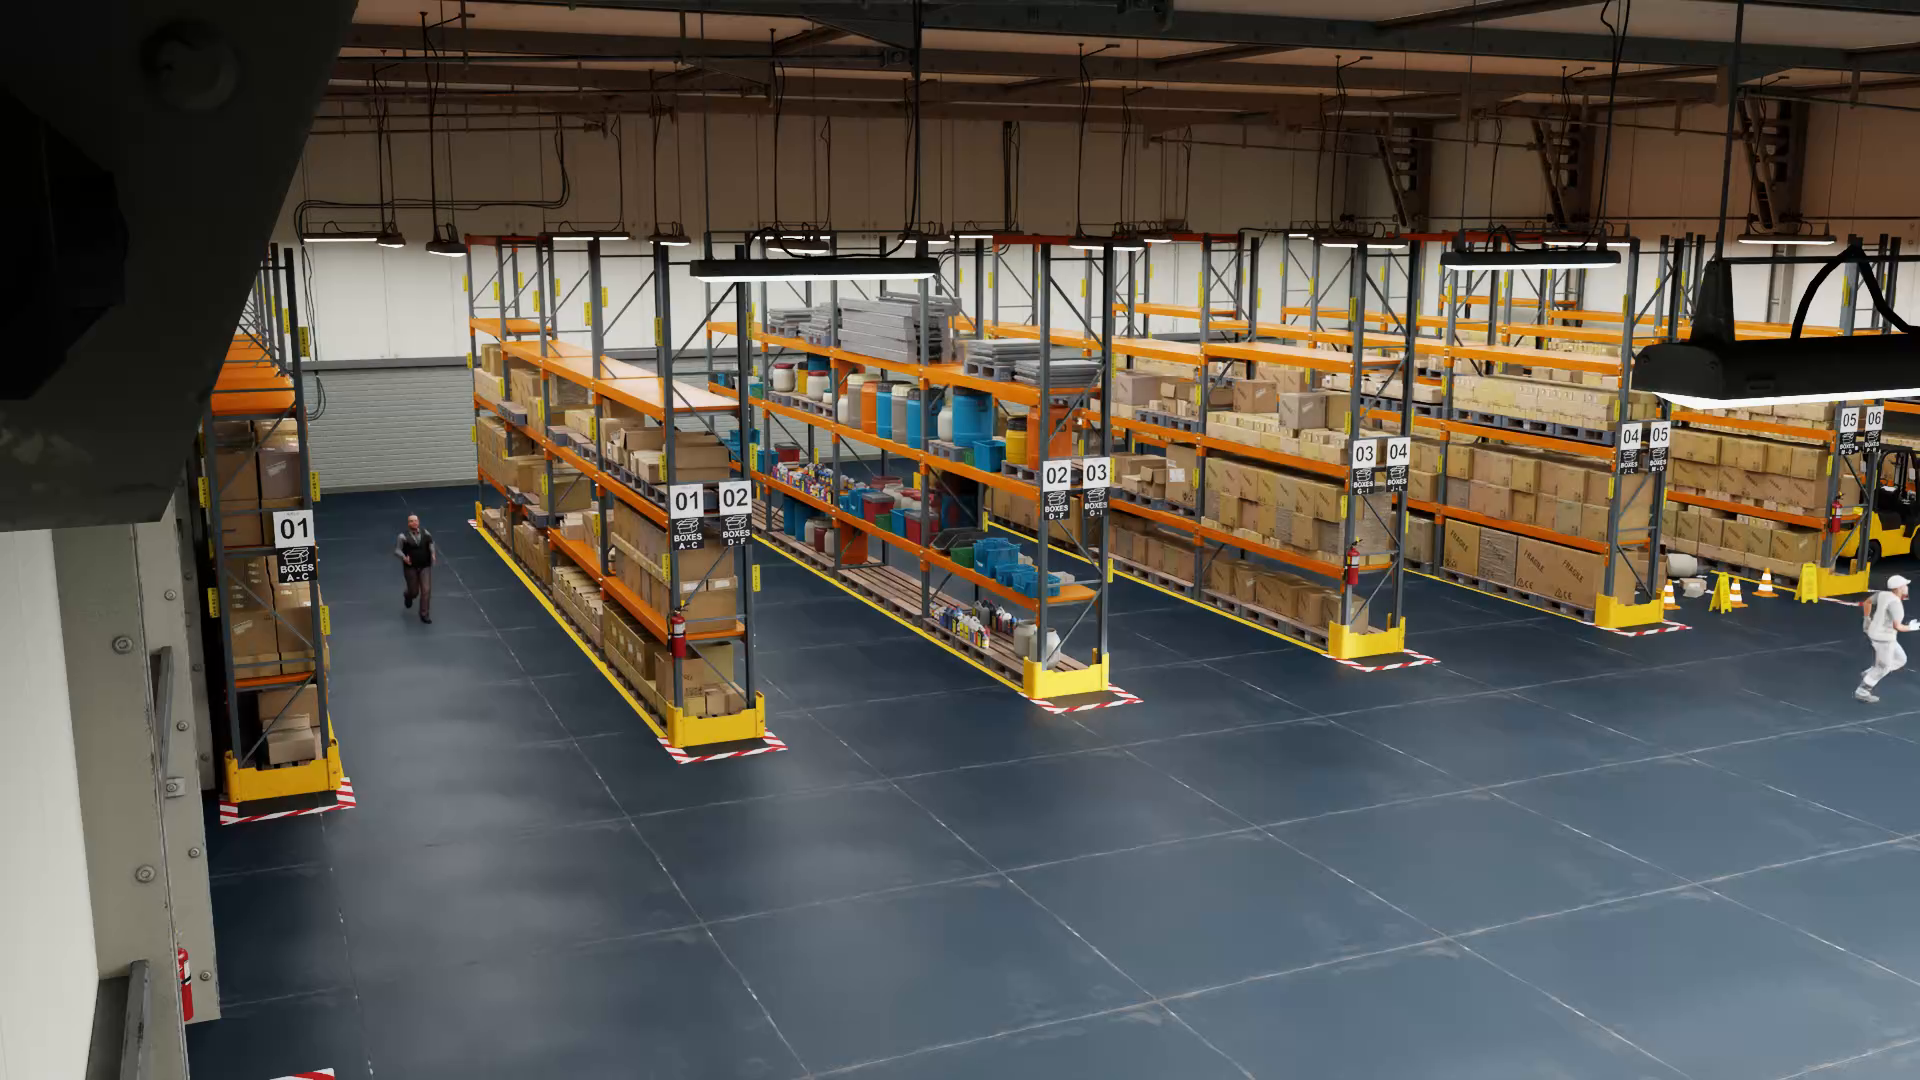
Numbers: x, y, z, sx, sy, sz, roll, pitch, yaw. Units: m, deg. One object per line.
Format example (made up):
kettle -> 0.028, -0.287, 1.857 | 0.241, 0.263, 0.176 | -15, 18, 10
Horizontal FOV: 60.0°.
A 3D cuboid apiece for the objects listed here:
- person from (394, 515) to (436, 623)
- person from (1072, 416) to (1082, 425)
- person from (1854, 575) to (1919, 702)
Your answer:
person -> -8.624, 0.478, 26.456 | 0.677, 1.619, 0.896 | -7, 13, -32
person -> 2.754, -2.302, 40.370 | 0.762, 1.795, 0.861 | 2, 11, 10
person -> 12.219, 1.299, 21.850 | 0.657, 1.728, 0.707 | 3, 11, 16
